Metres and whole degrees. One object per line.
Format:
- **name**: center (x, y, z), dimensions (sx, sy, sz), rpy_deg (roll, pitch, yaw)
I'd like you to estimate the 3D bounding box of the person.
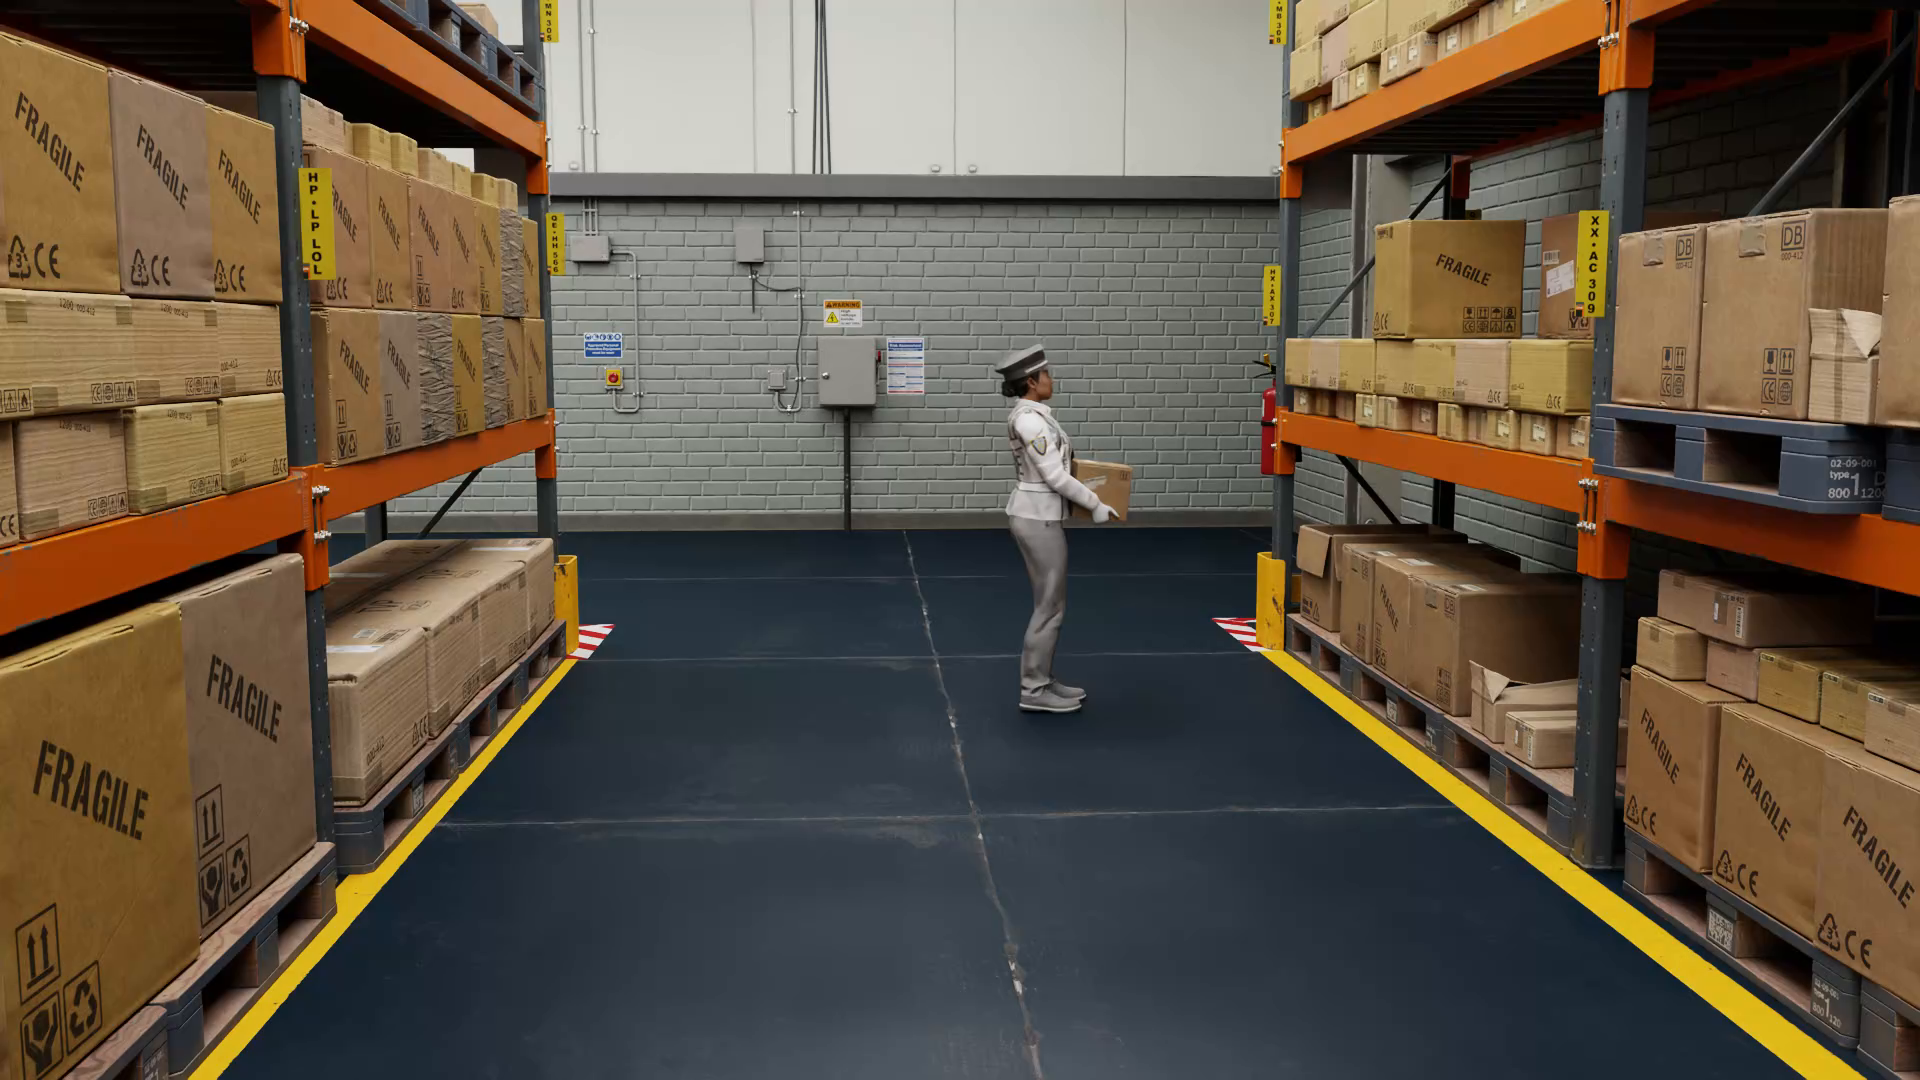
- **person**: center (0.436, -0.064, 7.673), dimensions (0.556, 1.686, 0.459), rpy_deg (0, 7, -3)
